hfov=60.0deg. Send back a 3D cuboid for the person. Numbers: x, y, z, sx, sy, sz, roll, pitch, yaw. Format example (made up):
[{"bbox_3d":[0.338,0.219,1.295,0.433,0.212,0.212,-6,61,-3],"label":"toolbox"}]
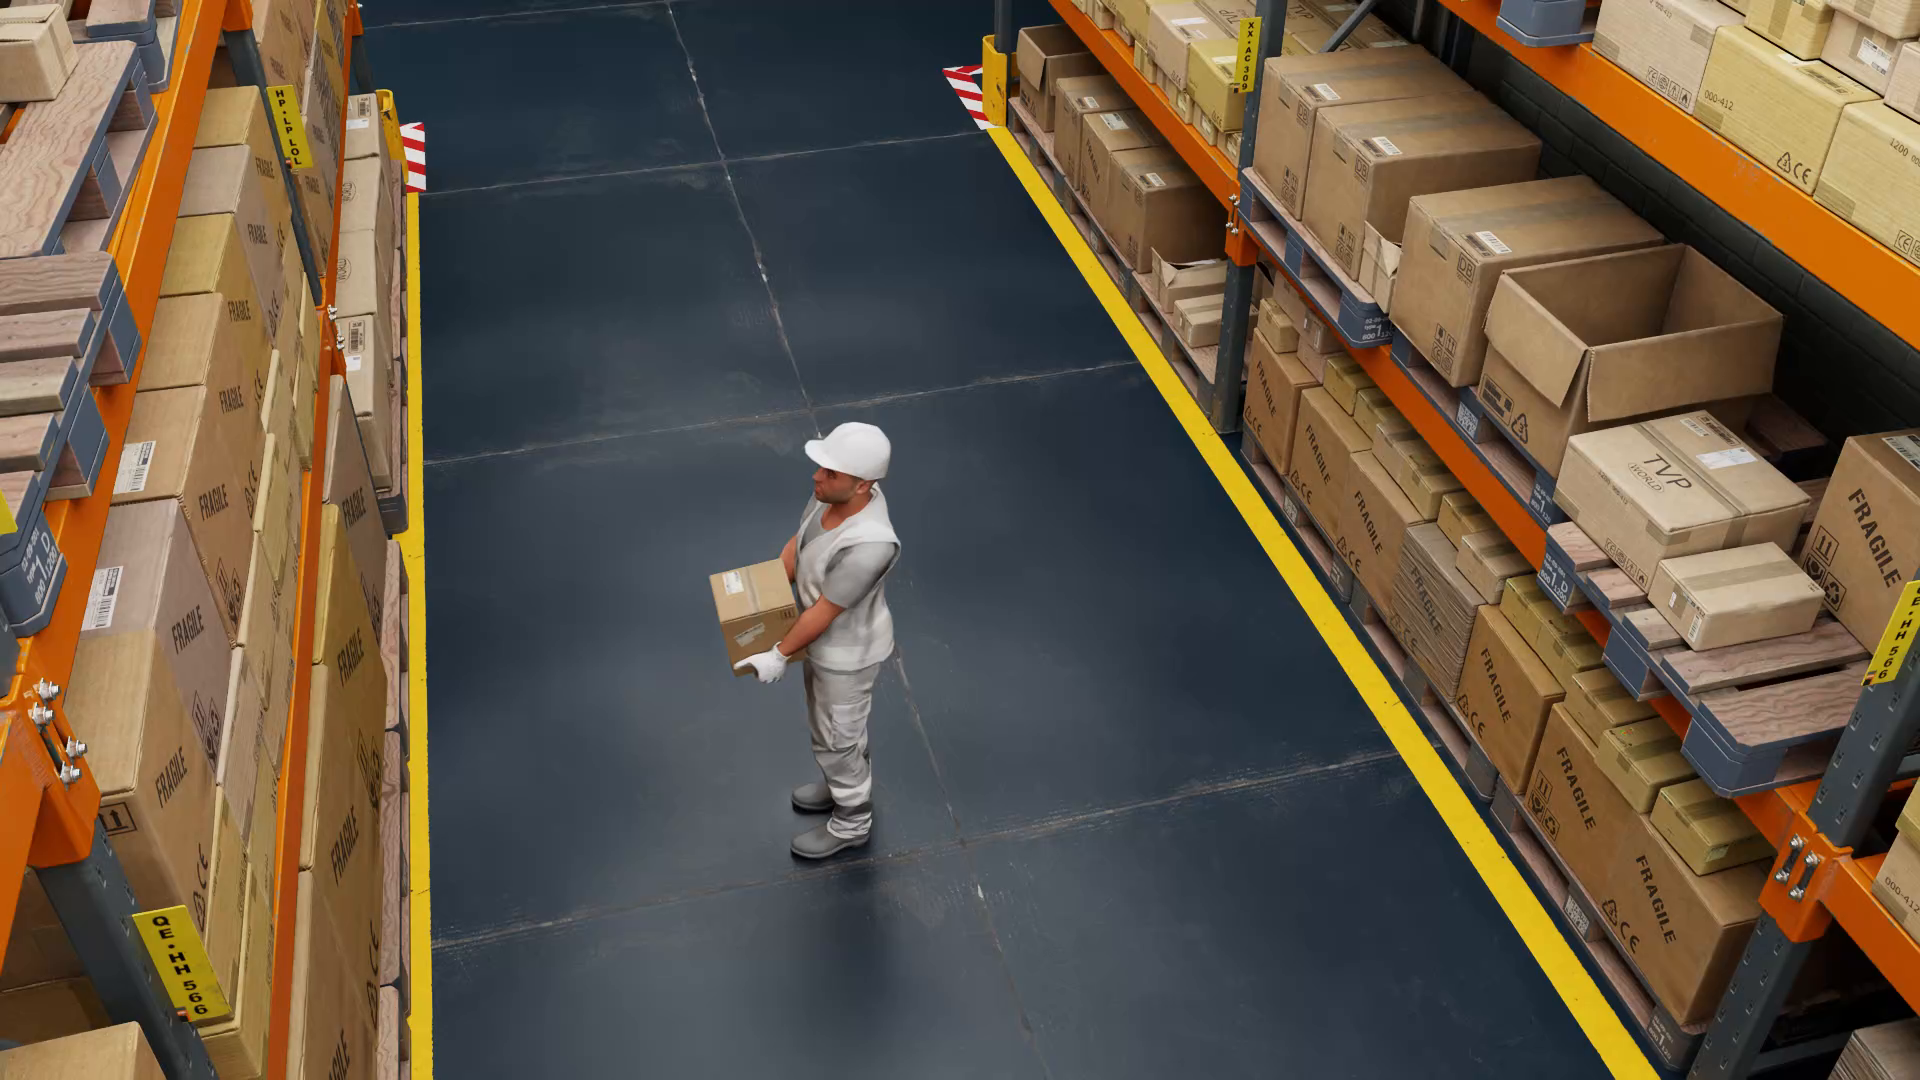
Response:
[{"bbox_3d":[-0.497,0.370,5.658,0.564,1.787,0.505,-9,39,-12],"label":"person"}]
